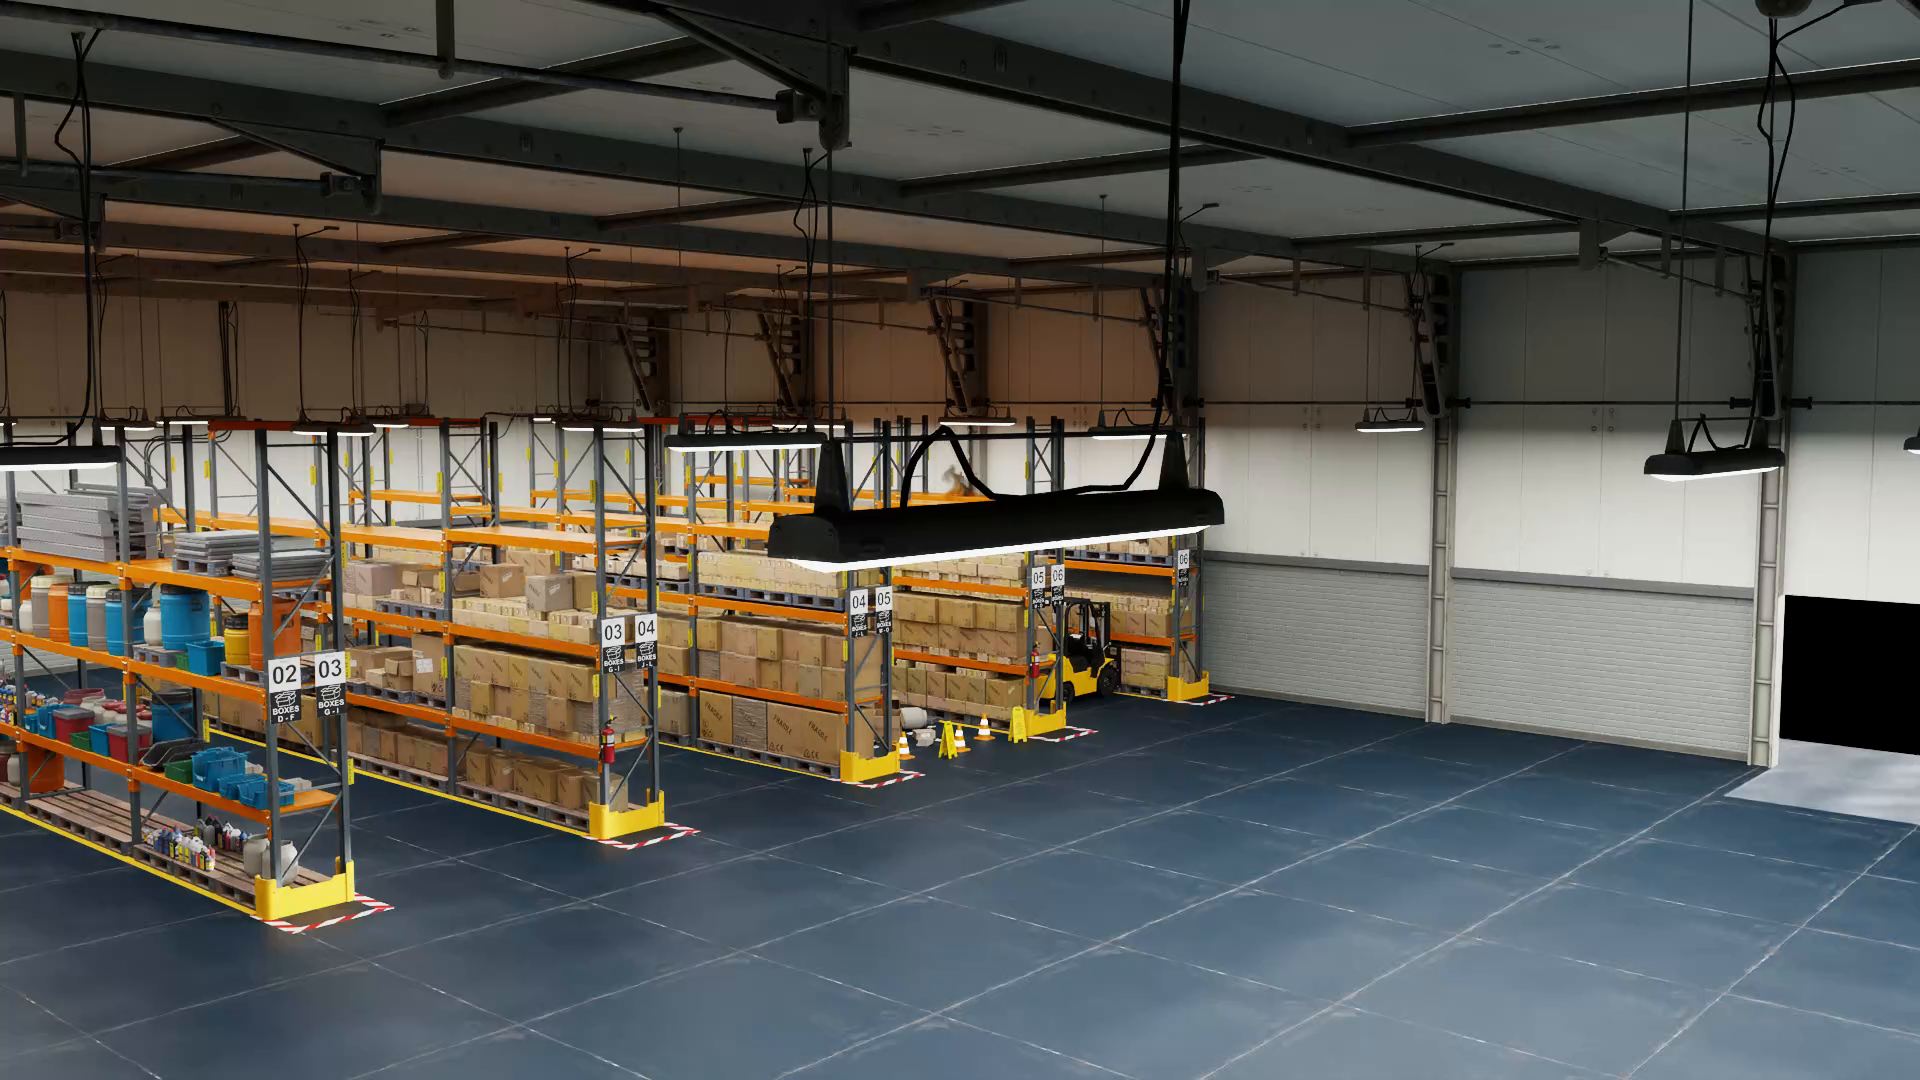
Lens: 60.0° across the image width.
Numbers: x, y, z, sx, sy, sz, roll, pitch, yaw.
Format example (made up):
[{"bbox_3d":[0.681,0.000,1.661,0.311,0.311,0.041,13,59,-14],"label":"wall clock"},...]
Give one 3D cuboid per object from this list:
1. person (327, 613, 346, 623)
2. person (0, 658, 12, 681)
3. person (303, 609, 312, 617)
[{"bbox_3d":[-14.660,2.248,39.075,0.513,1.668,0.671,-3,5,-28],"label":"person"},{"bbox_3d":[-18.811,2.866,32.316,0.812,1.693,0.617,1,5,17],"label":"person"},{"bbox_3d":[-14.990,2.359,38.116,0.616,1.651,0.723,0,5,-4],"label":"person"}]
